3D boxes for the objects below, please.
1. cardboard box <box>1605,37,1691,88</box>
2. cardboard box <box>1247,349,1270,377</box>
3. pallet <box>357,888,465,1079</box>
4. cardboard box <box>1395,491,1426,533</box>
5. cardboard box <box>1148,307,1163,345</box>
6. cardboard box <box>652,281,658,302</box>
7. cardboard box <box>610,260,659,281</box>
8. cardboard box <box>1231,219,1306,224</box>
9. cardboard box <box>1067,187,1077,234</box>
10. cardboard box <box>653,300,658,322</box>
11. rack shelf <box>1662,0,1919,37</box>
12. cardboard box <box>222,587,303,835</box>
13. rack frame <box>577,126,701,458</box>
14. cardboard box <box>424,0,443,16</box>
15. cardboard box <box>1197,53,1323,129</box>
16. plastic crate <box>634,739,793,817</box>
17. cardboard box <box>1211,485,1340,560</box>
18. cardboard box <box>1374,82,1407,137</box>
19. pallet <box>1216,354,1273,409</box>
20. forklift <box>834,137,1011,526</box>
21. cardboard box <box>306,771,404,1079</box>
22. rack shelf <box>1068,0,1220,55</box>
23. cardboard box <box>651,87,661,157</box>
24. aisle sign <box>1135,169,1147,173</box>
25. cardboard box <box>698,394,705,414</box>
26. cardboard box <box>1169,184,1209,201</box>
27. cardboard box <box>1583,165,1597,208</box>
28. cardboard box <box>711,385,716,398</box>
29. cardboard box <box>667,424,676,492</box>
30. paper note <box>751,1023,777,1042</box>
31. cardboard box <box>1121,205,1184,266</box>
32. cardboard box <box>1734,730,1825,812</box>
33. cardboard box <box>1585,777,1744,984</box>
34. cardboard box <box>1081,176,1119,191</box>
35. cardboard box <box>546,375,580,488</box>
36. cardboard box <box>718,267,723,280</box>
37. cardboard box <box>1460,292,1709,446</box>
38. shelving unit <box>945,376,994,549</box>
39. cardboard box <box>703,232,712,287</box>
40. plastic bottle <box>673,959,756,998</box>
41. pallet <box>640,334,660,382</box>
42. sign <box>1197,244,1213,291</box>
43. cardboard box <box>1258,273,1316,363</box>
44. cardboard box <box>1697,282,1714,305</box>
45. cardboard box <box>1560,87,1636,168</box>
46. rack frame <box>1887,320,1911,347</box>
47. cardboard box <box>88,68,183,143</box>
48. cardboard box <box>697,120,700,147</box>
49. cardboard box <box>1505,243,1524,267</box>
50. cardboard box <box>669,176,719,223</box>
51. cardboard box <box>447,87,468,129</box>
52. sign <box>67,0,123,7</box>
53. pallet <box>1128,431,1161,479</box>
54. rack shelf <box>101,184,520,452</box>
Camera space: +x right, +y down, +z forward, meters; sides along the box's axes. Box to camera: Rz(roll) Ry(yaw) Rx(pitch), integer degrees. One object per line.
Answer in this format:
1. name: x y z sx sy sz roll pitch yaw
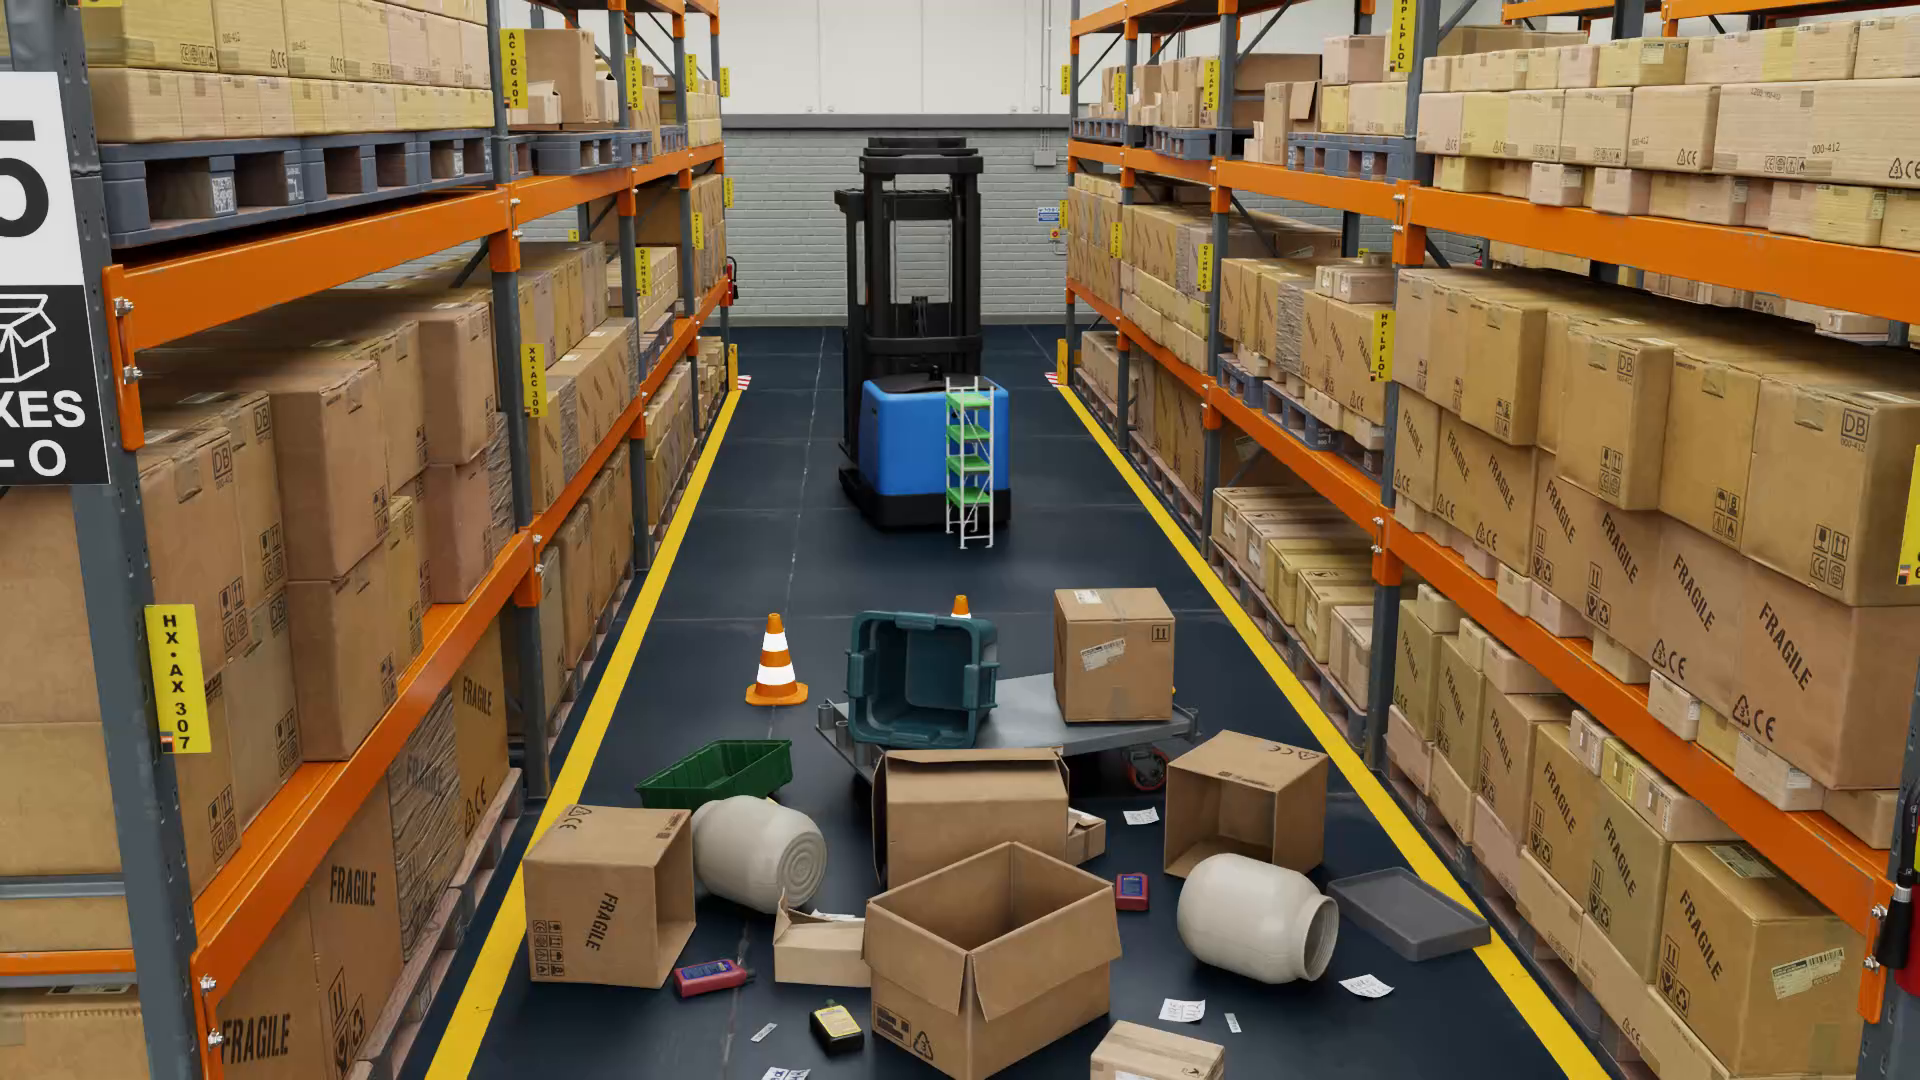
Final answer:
1. cardboard box: 2.302 -1.523 5.309 0.380 0.149 0.250 -1 14 -2
2. cardboard box: 2.037 -1.124 10.538 0.380 0.149 0.250 -1 14 -3
3. pallet: -2.388 1.607 5.858 1.003 0.211 1.213 -1 14 -3
4. cardboard box: 2.198 -0.135 7.535 0.380 0.149 0.250 -1 14 -4
5. cardboard box: 1.838 -1.762 13.658 0.500 0.250 0.500 -1 14 -4
6. cardboard box: -2.615 -1.969 13.226 0.380 0.149 0.250 0 14 -1
7. cardboard box: -2.632 -2.177 13.434 0.380 0.149 0.250 -2 15 -6
8. cardboard box: 2.407 -2.246 13.028 0.500 0.500 0.500 0 14 -2
9. cardboard box: 1.500 -3.733 18.808 0.500 0.500 0.500 -1 14 -5
10. cardboard box: -2.609 -1.824 13.256 0.380 0.149 0.250 -1 14 -5
11. rack shelf: 7.081 -4.273 13.320 1.077 0.370 4.000 -1 14 -3
12. cardboard box: -2.312 0.456 4.434 0.875 0.550 0.550 -1 14 -3
13. rack frame: -2.931 -2.228 15.165 1.000 3.000 0.127 -1 14 -3
14. cardboard box: -2.049 -1.934 5.863 0.380 0.149 0.250 -1 14 -2
15. cardboard box: 2.077 -3.132 11.610 0.797 0.503 0.637 -2 15 -7
16. plastic crate: -1.117 1.119 7.687 0.450 0.188 0.662 -4 11 28
17. cardboard box: 2.276 -0.125 11.422 0.950 0.372 0.625 -2 15 -7
18. cardboard box: 2.318 -2.066 7.976 0.500 0.250 0.500 -1 14 -5
19. pallet: 2.401 -1.066 11.035 1.213 0.211 1.003 -1 14 -3
20. forklift: -0.425 -1.845 13.815 1.130 2.935 3.031 -3 15 -12
21. cardboard box: -2.353 1.196 5.281 0.875 0.875 0.875 -1 14 -4
22. rack shelf: 1.879 -5.190 16.885 1.077 0.370 4.000 -1 14 -3
23. cardboard box: -2.528 -3.129 12.447 0.500 0.500 0.500 -1 14 -3
24. aisle sign: 2.060 -4.606 19.191 0.394 0.787 0.004 -1 14 -3
25. cardboard box: -2.635 -1.290 15.801 0.380 0.149 0.250 0 14 -1
26. cardboard box: 2.210 -3.322 15.910 0.380 0.149 0.250 -1 14 -3
27. cardboard box: 2.368 -1.205 5.676 0.380 0.149 0.250 -1 14 -3
28. cardboard box: -2.788 -1.596 17.589 0.380 0.149 0.250 -1 14 -2
29. cardboard box: -2.544 -0.658 13.239 0.500 0.500 0.500 -1 14 -5
30. paper note: -0.685 1.721 5.816 0.032 0.001 0.123 7 16 26
31. cardboard box: 1.743 -2.748 14.981 0.500 0.500 0.500 -1 14 -3
32. cardboard box: 2.383 0.626 4.579 0.380 0.149 0.250 -1 14 -4
33. cardboard box: 2.401 1.095 5.421 0.500 0.500 0.500 0 14 -1
34. cardboard box: 1.524 -3.883 18.088 0.380 0.149 0.250 -1 14 -5
35. cardboard box: -2.232 -0.547 8.433 0.500 0.500 0.500 -1 14 -3
36. cardboard box: -2.877 -3.024 18.765 0.380 0.149 0.250 -1 14 -3
37. cardboard box: 2.323 -0.651 6.233 0.700 0.500 0.500 -1 14 -5
38. shelving unit: 0.070 -0.579 12.370 0.258 1.200 0.503 -3 15 -12
39. cardboard box: -2.744 -2.796 16.577 0.500 0.500 0.500 -1 14 -5
40. plastic bottle: -0.904 1.611 6.144 0.283 0.061 0.133 -6 16 -23
41. pallet: -2.834 -1.316 12.005 1.213 0.211 1.003 -1 14 -3
42. sign: 1.697 -1.886 11.513 0.100 0.325 0.005 -1 14 -3
43. cardboard box: 2.126 -1.354 10.127 0.500 0.500 0.500 -1 14 -2
44. cardboard box: 6.660 -2.194 14.460 0.396 0.266 0.258 0 14 -1
45. cardboard box: 2.345 -1.372 5.523 0.500 0.250 0.500 -1 14 -3
46. rack frame: 7.205 -1.412 11.995 1.000 3.000 0.127 -1 14 -3
47. cardboard box: -1.889 -0.917 3.510 0.380 0.149 0.250 -1 14 -3
48. cardboard box: -2.737 -3.852 15.757 0.500 0.250 0.500 -1 14 -4
49. cardboard box: 6.500 -3.231 18.768 0.500 0.250 0.500 -1 14 -3
50. cardboard box: -2.871 -3.663 17.941 0.500 0.500 0.500 -1 14 -5
51. cardboard box: -2.061 -1.609 6.199 0.380 0.149 0.250 -1 14 -3
52. sign: -1.634 -1.165 3.101 0.100 0.325 0.005 -1 14 -3
53. pallet: 2.126 -0.788 15.166 1.003 0.211 1.213 -1 14 -3
54. rack shelf: -2.312 -0.845 5.215 1.077 0.370 4.000 -1 14 -3
